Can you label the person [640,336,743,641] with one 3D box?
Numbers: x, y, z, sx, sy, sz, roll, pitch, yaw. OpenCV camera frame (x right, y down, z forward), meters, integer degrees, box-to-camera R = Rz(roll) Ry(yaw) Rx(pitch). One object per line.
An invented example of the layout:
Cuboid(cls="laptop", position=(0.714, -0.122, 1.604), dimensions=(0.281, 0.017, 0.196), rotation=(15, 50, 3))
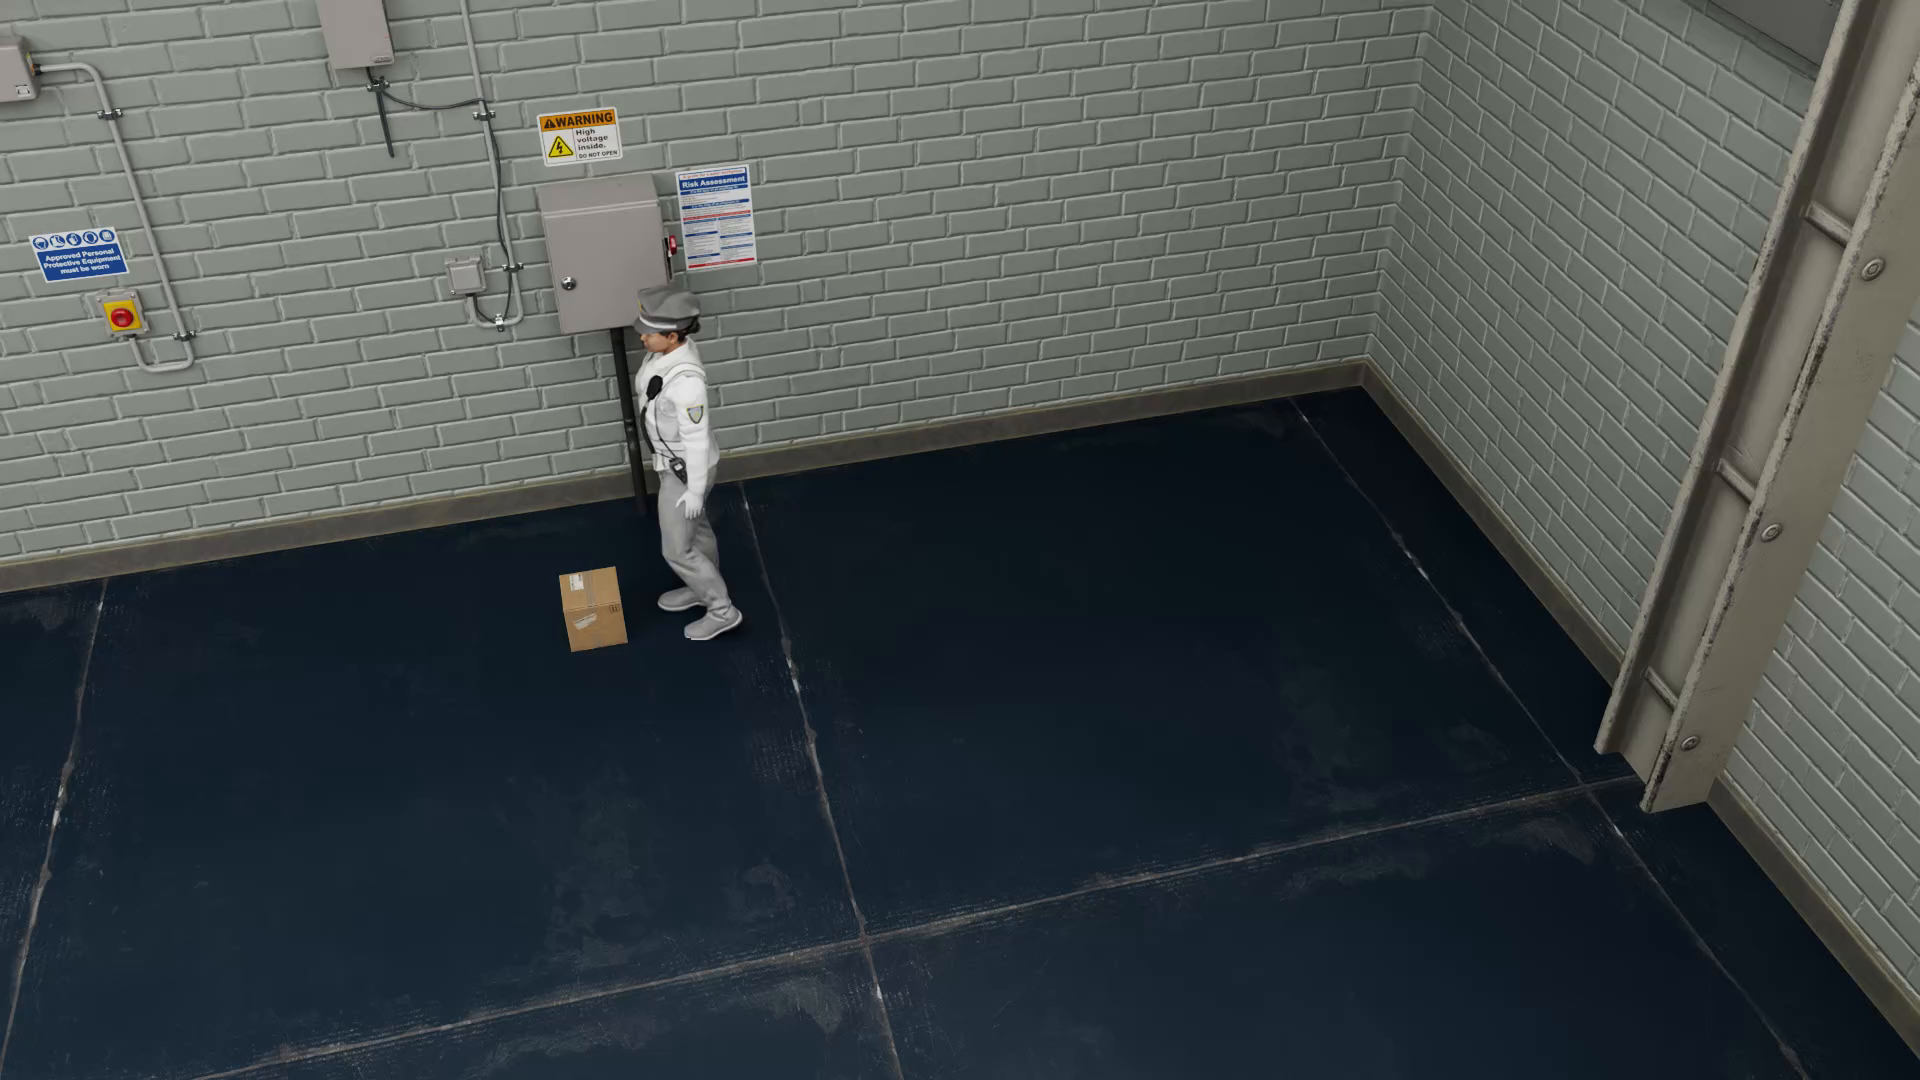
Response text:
Cuboid(cls="person", position=(-1.198, -0.231, 7.189), dimensions=(0.352, 1.469, 0.505), rotation=(-10, 39, -12))
